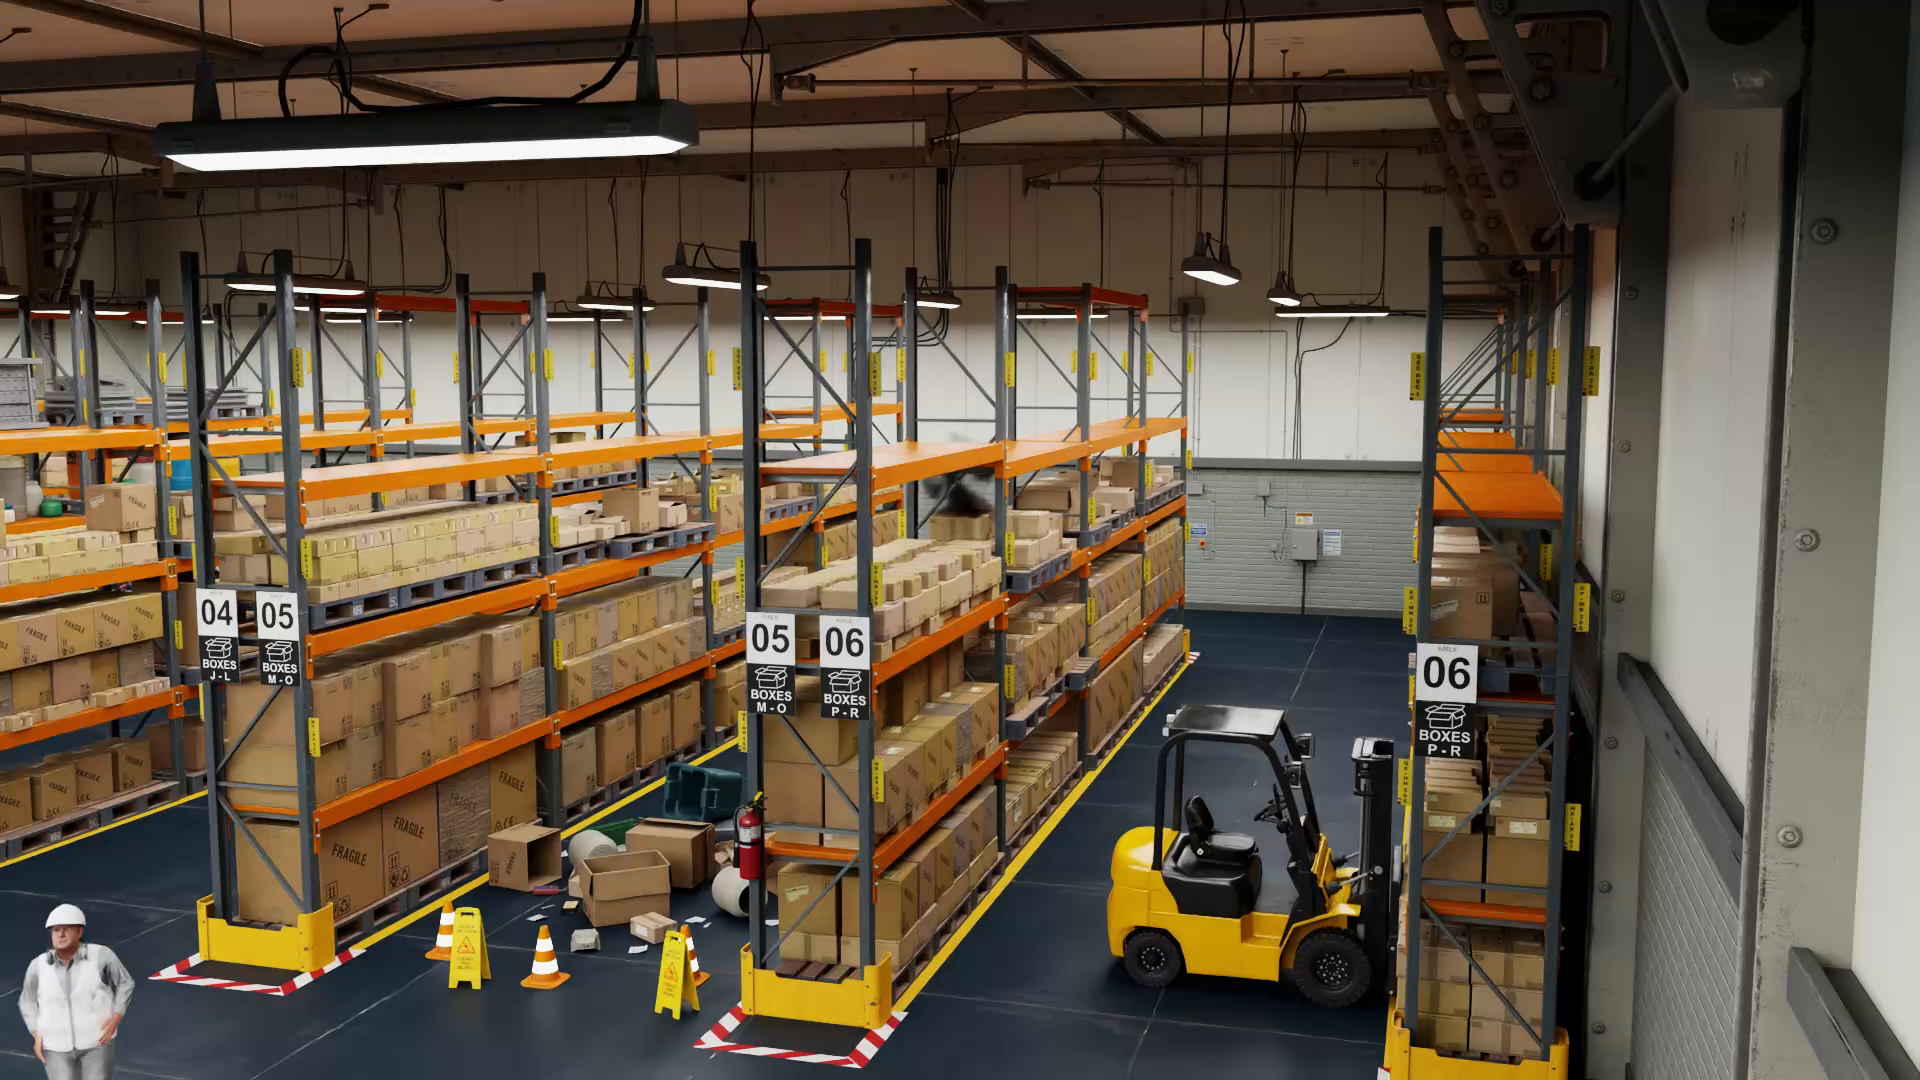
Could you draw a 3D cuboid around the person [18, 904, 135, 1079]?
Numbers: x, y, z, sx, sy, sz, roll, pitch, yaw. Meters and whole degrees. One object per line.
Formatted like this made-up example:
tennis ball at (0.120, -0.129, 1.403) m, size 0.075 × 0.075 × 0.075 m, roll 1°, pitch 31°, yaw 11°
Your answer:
person at (-5.568, 3.143, 10.504) m, size 0.660 × 1.748 × 0.601 m, roll -3°, pitch 7°, yaw -22°
